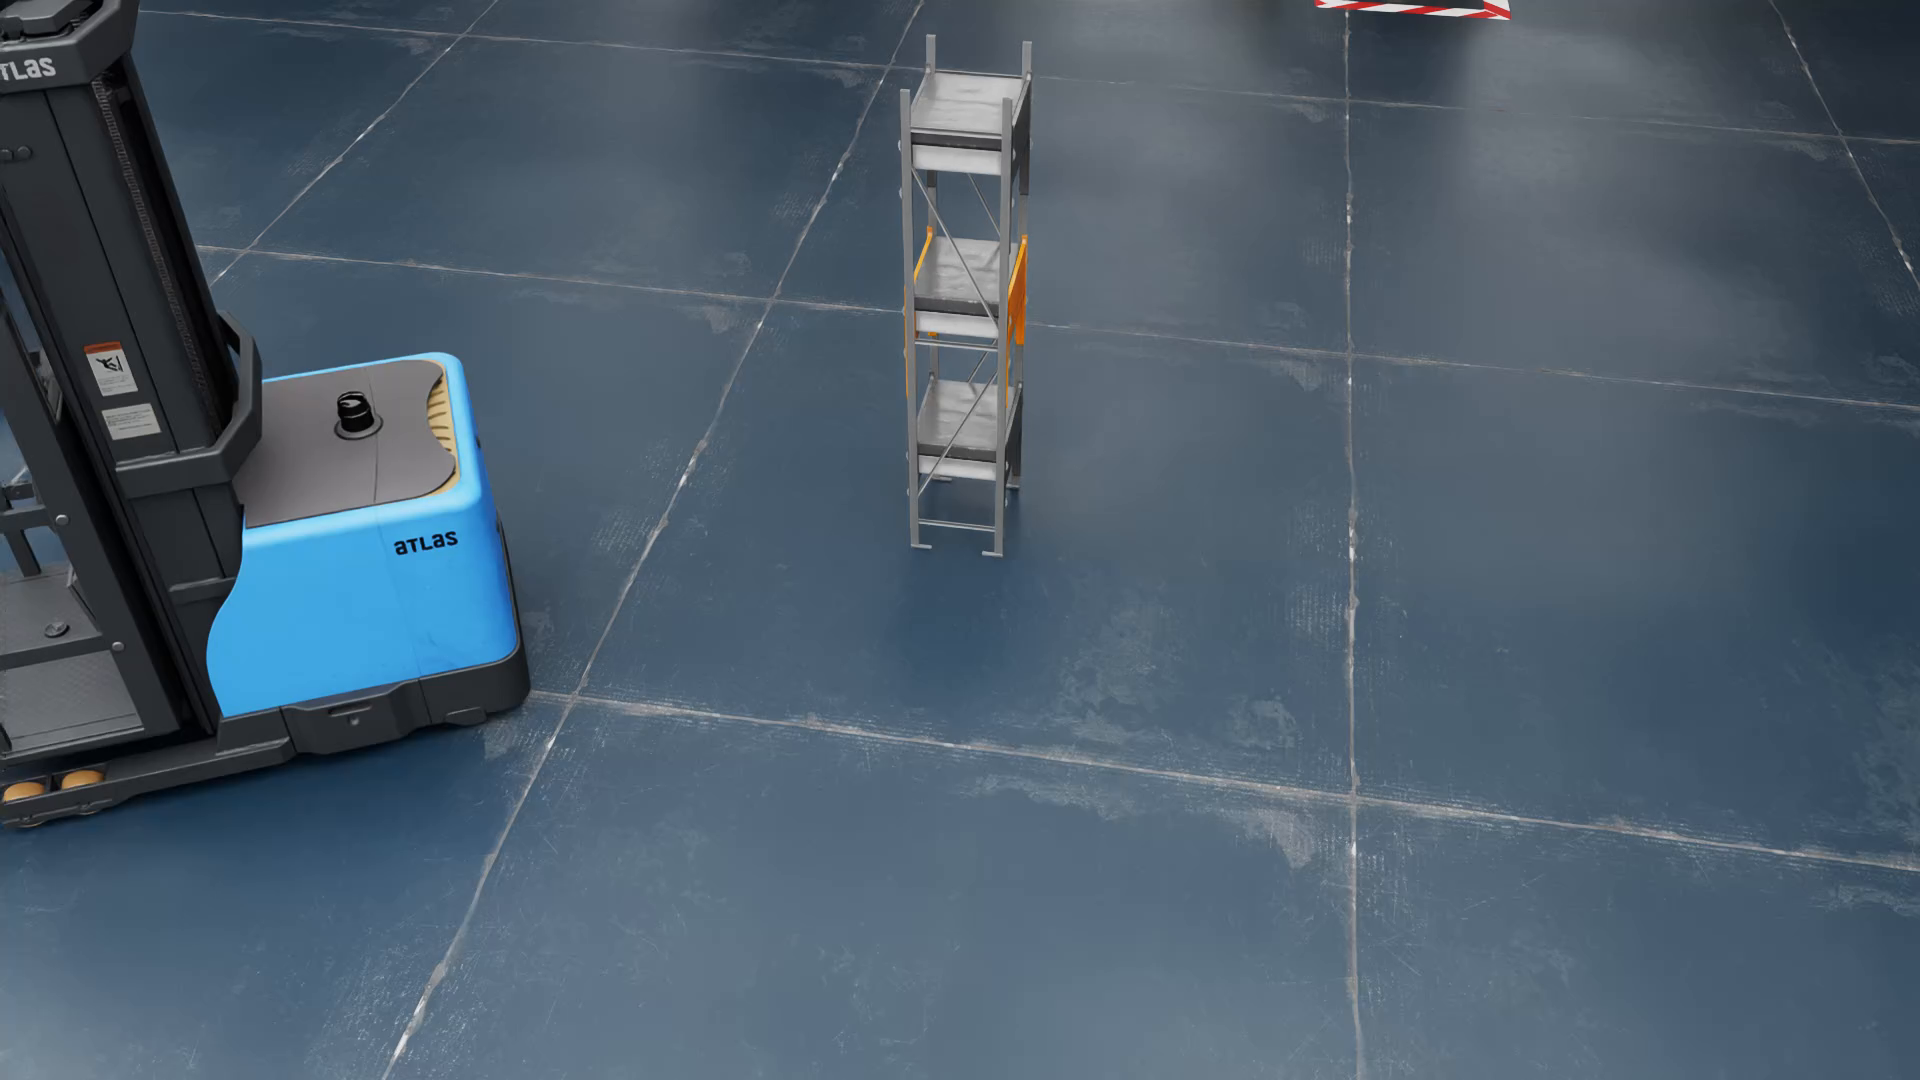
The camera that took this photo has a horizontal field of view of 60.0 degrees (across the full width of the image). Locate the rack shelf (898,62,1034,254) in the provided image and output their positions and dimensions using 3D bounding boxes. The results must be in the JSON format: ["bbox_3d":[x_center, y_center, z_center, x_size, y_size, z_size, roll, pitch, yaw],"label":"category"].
[{"bbox_3d":[0.029,-1.442,6.269,0.431,0.518,0.480,6,40,8],"label":"rack shelf"}]

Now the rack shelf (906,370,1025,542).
[{"bbox_3d":[0.029,-0.363,7.161,0.431,0.518,0.480,6,40,8],"label":"rack shelf"}]

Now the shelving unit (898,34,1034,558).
[{"bbox_3d":[0.029,-0.913,6.707,0.431,2.100,0.503,6,40,8],"label":"shelving unit"}]

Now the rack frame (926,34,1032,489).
[{"bbox_3d":[0.071,-1.066,6.892,0.400,2.100,0.015,6,40,8],"label":"rack frame"}]

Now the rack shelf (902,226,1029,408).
[{"bbox_3d":[0.029,-0.903,6.715,0.431,0.518,0.480,6,40,8],"label":"rack shelf"}]

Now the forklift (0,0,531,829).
[{"bbox_3d":[-3.237,-0.473,5.522,3.031,2.935,1.130,-11,41,-14],"label":"forklift"}]

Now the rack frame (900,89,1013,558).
[{"bbox_3d":[-0.014,-0.760,6.521,0.400,2.100,0.015,6,40,8],"label":"rack frame"}]
